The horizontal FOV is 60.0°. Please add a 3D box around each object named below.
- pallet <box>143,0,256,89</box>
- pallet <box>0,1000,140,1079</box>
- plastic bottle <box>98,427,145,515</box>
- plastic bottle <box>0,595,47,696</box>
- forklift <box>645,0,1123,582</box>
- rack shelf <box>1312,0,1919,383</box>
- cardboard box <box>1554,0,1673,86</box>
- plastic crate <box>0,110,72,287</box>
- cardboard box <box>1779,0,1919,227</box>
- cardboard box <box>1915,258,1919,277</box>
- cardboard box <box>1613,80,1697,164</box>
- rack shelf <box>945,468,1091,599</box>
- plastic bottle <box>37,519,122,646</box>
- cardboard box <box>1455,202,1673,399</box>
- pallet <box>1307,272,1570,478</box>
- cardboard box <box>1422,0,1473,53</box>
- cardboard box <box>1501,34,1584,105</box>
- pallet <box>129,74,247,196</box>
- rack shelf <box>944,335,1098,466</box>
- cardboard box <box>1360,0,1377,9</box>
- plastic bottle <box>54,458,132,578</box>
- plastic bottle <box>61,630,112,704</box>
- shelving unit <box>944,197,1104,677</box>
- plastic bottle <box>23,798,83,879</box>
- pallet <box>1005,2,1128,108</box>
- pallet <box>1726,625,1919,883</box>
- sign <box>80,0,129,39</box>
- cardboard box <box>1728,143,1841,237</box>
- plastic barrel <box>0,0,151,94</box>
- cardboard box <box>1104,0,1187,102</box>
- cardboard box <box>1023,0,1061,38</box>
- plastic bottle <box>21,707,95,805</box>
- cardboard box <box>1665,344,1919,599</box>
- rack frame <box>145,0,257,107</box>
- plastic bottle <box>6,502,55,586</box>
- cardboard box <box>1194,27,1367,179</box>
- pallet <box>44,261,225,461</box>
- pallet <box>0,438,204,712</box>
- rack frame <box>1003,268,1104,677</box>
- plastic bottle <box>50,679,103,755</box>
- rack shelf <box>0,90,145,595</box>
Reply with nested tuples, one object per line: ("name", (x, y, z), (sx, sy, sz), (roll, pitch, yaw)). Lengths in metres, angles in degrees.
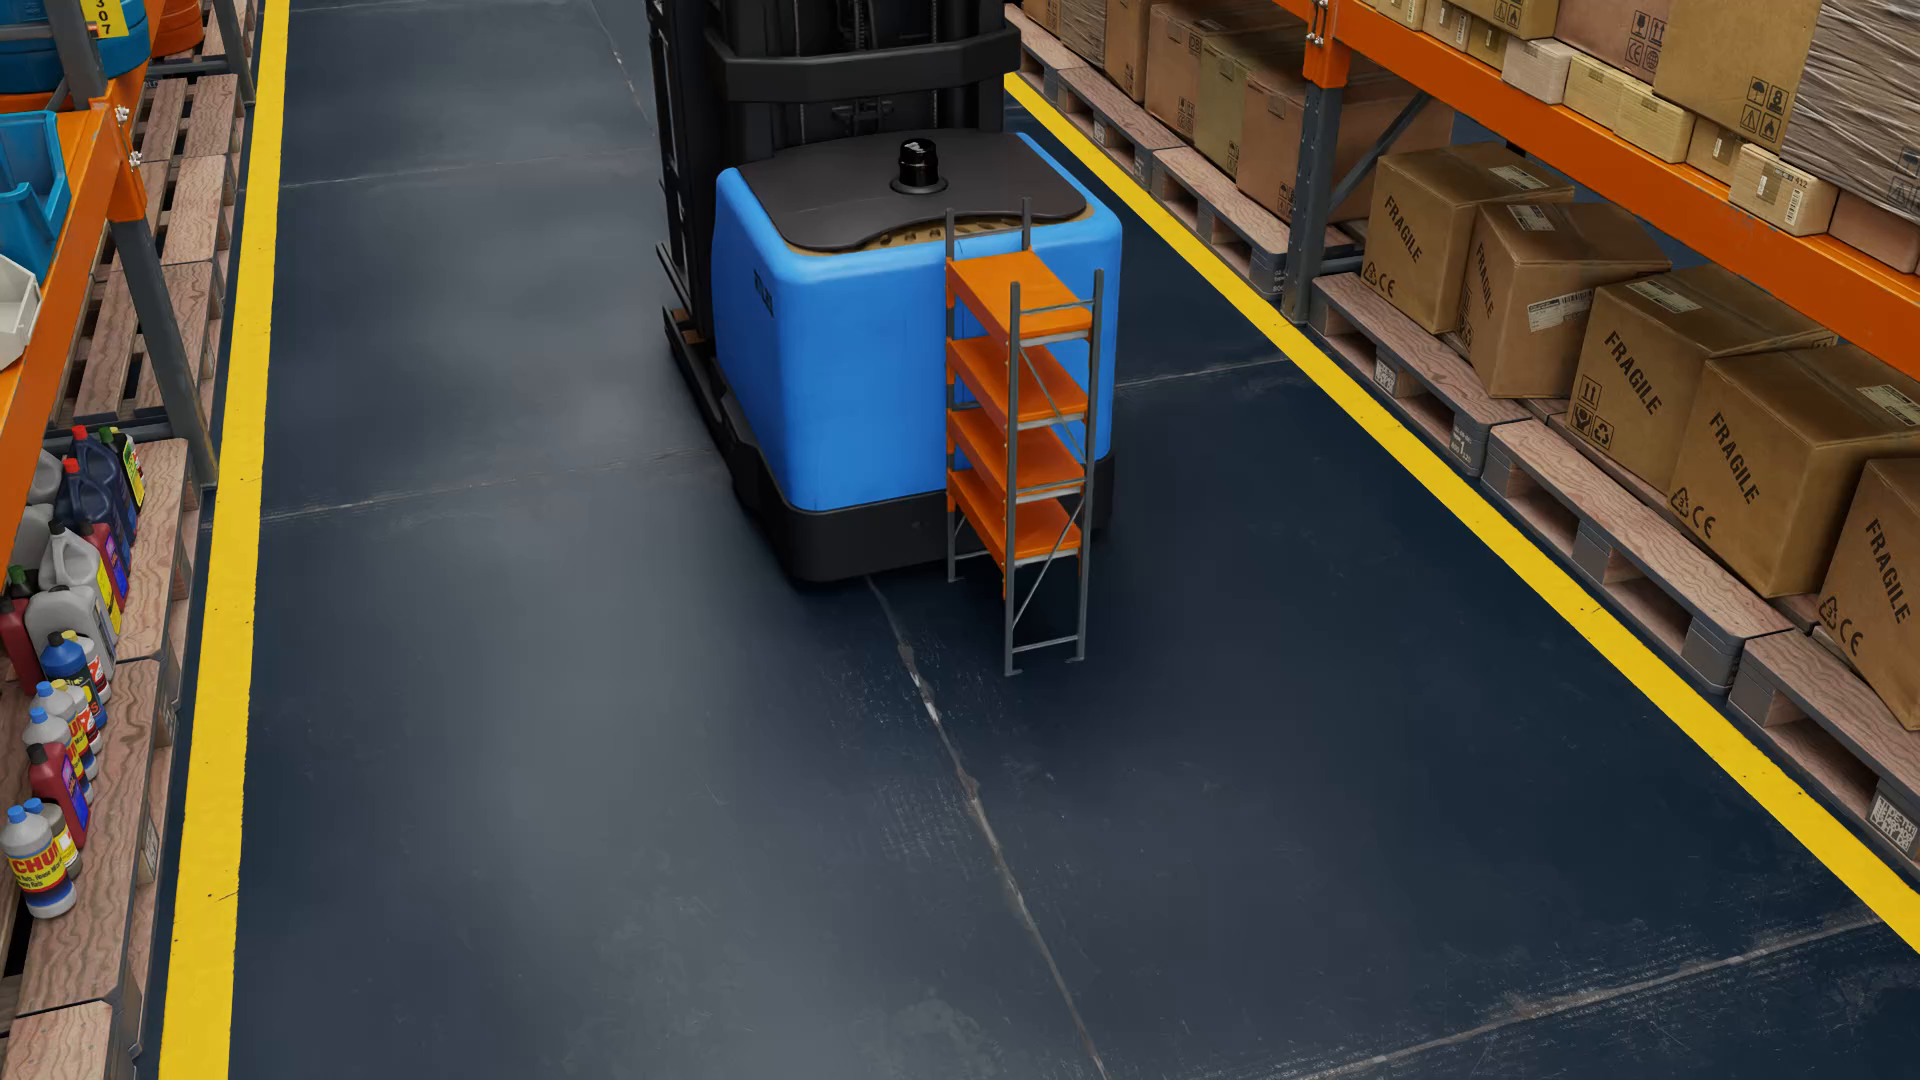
("pallet", (-4.453, -2.713, 9.163), (1.003, 0.211, 1.213), (-10, 35, -15))
("pallet", (-2.043, 1.435, 2.887), (1.003, 0.211, 1.213), (-10, 35, -15))
("plastic bottle", (-2.492, -0.222, 4.930), (0.061, 0.283, 0.133), (-8, 34, -12))
("plastic bottle", (-2.380, 0.245, 4.223), (0.061, 0.283, 0.133), (-10, 35, -15))
("forklift", (-0.488, -1.905, 5.475), (1.130, 2.935, 3.031), (-11, 35, -16))
("rack shelf", (2.375, -0.852, 4.470), (1.077, 0.370, 4.000), (-10, 35, -15))
("cardboard box", (2.210, -1.607, 4.600), (0.875, 0.500, 0.500), (-10, 35, -15))
("plastic crate", (-2.356, -0.771, 3.831), (0.499, 0.251, 0.616), (-10, 35, -15))
("cardboard box", (2.465, -1.073, 3.792), (0.875, 0.500, 0.500), (-10, 35, -15))
("cardboard box", (2.402, -0.638, 3.722), (0.380, 0.149, 0.250), (-10, 35, -15))
("cardboard box", (2.014, -1.148, 4.495), (0.380, 0.149, 0.250), (-10, 35, -15))
("rack shelf", (0.157, -0.046, 4.714), (0.258, 0.148, 0.480), (-11, 35, -16))
("plastic bottle", (-2.324, 0.113, 4.362), (0.144, 0.351, 0.185), (-10, 35, -15))
("cardboard box", (2.030, -0.818, 5.653), (0.500, 0.500, 0.500), (0, 33, 1))
("pallet", (2.003, -0.692, 6.105), (1.003, 0.211, 1.213), (-10, 35, -15))
("cardboard box", (1.710, -1.673, 5.290), (0.380, 0.149, 0.250), (-10, 35, -15))
("cardboard box", (1.832, -1.406, 4.884), (0.380, 0.149, 0.250), (-10, 35, -15))
("pallet", (-3.973, -1.892, 7.922), (1.003, 0.211, 1.213), (-10, 35, -15))
("rack shelf", (0.157, -0.398, 4.481), (0.258, 0.148, 0.480), (-11, 35, -16))
("cardboard box", (1.544, -1.934, 5.683), (0.380, 0.149, 0.250), (-10, 35, -15))
("plastic bottle", (-2.423, -0.057, 4.619), (0.144, 0.351, 0.185), (-12, 35, -17))
("plastic bottle", (-2.217, 0.318, 4.186), (0.097, 0.201, 0.097), (0, 33, 0))
("shelving unit", (0.157, -0.268, 4.567), (0.258, 1.200, 0.503), (-11, 35, -16))
("plastic bottle", (-2.020, 0.657, 3.675), (0.097, 0.201, 0.097), (0, 33, 0))
("pallet", (0.781, -2.728, 9.187), (1.003, 0.211, 1.213), (-10, 35, -15))
("pallet", (2.747, 0.589, 4.167), (1.003, 0.211, 1.213), (-10, 35, -15))
("sign", (-2.425, -1.571, 4.656), (0.100, 0.325, 0.005), (-10, 35, -15))
("cardboard box", (2.143, -0.882, 4.091), (0.380, 0.149, 0.250), (-10, 35, -15))
("plastic barrel", (-2.782, -1.832, 4.847), (0.600, 0.901, 0.708), (-10, 35, -15))
("cardboard box", (1.129, -2.509, 8.194), (0.700, 0.500, 0.500), (-7, 34, -11))
("cardboard box", (0.768, -3.094, 9.080), (0.700, 0.500, 0.500), (-12, 35, -17))
("plastic bottle", (-2.093, 0.502, 3.846), (0.097, 0.271, 0.097), (0, 33, 0))
("cardboard box", (2.422, -0.205, 4.725), (0.500, 0.500, 0.500), (-7, 34, -10))
("rack frame", (-4.173, -3.469, 7.779), (1.000, 3.000, 0.127), (-10, 35, -15))
("plastic bottle", (-2.556, 0.012, 4.582), (0.152, 0.276, 0.135), (-10, 35, -15))
("cardboard box", (1.470, -1.922, 7.306), (0.700, 0.500, 0.500), (-10, 35, -15))
("pallet", (-3.229, -0.611, 5.984), (1.003, 0.211, 1.213), (-10, 35, -15))
("pallet", (-2.787, 0.154, 4.825), (1.003, 0.211, 1.213), (-10, 35, -15))
("rack frame", (0.238, -0.141, 4.375), (0.240, 1.200, 0.015), (-11, 35, -16))
("plastic bottle", (-2.154, 0.426, 4.023), (0.097, 0.201, 0.097), (0, 33, 0))
("rack shelf", (-2.342, -0.019, 3.210), (1.077, 0.370, 4.000), (-10, 35, -15))
